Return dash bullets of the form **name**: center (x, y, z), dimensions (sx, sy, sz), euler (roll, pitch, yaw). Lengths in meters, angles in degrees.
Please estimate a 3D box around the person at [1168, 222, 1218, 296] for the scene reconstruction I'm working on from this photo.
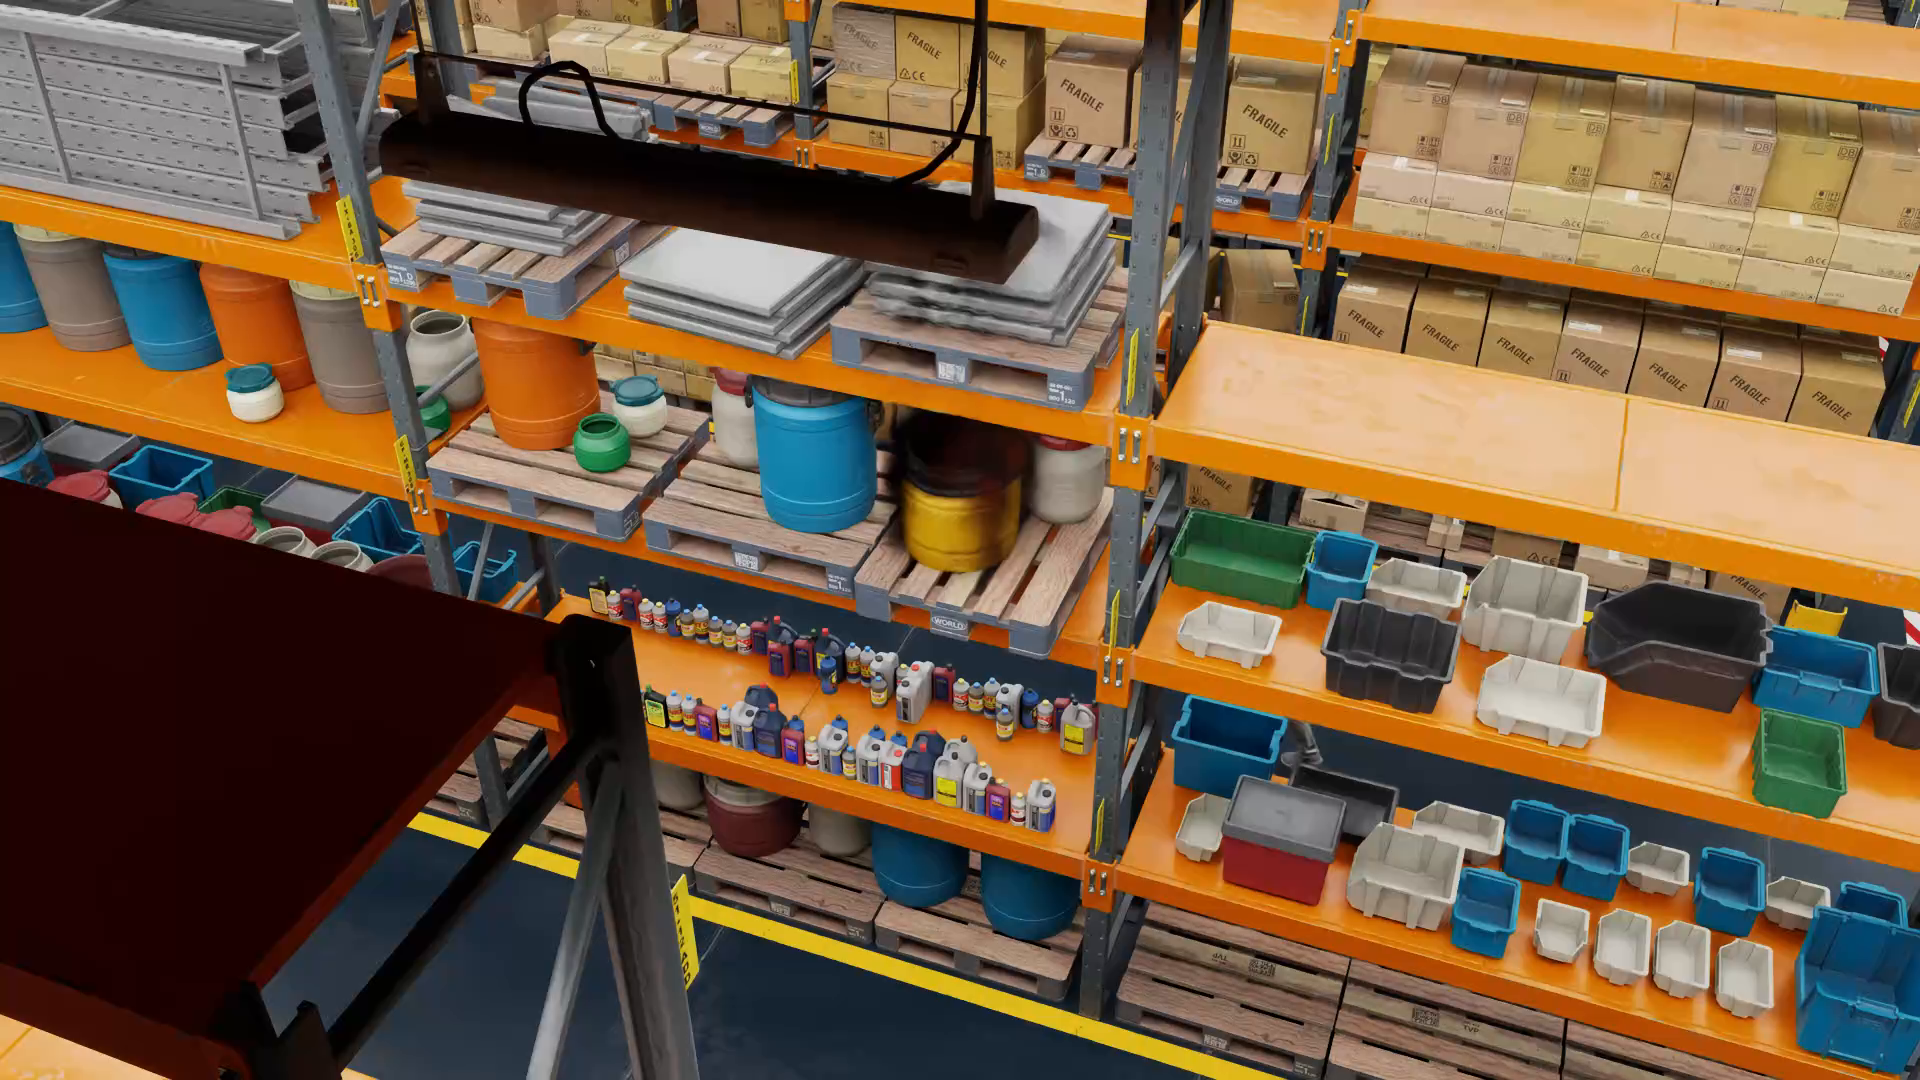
- **person**: center (2.200, -2.903, 15.908), dimensions (0.759, 1.702, 0.695), euler (4, 37, 6)

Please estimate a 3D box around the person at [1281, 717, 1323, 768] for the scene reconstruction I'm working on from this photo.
- **person**: center (2.031, 0.846, 10.830), dimensions (0.831, 1.747, 0.563), euler (17, 40, 21)
